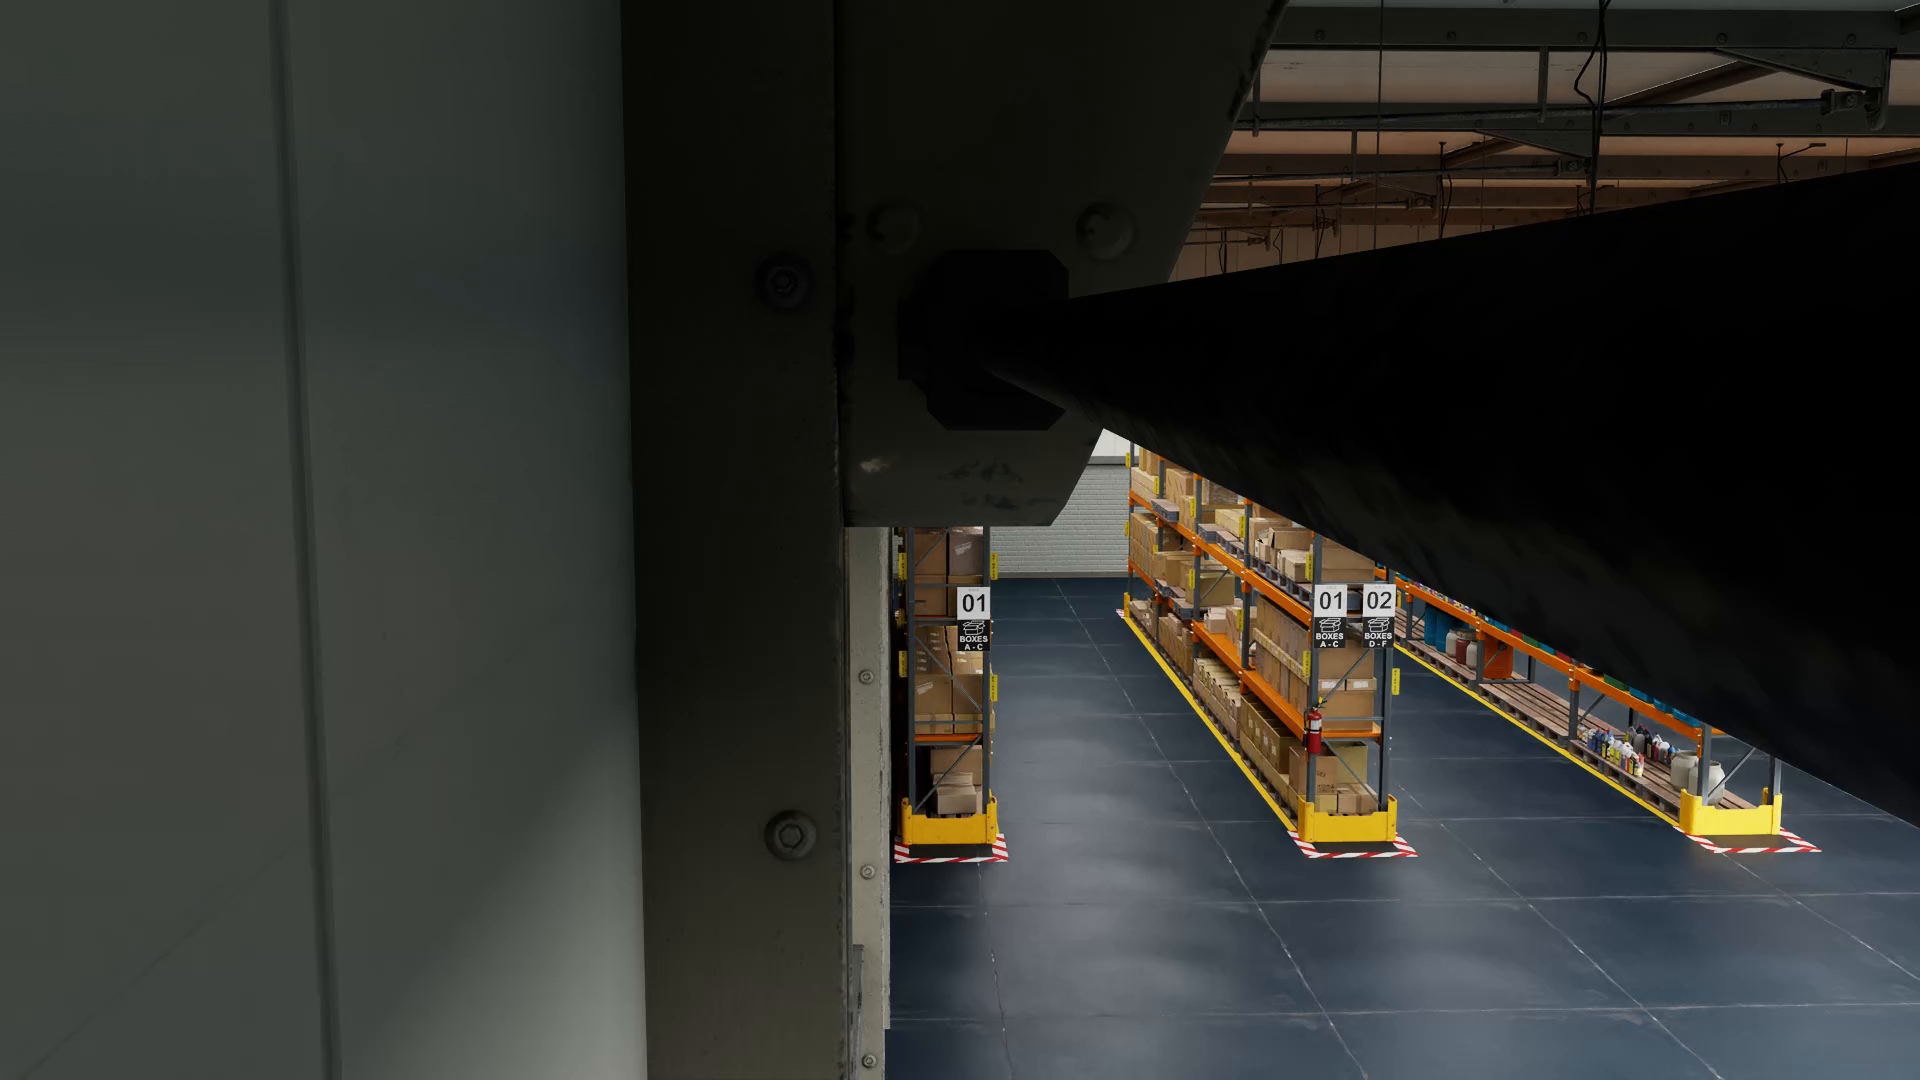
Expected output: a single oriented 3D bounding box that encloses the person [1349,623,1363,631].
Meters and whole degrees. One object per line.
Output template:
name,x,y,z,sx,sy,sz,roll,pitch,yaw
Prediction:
person,7.044,1.676,29.591,0.676,1.831,0.787,-1,7,-10
